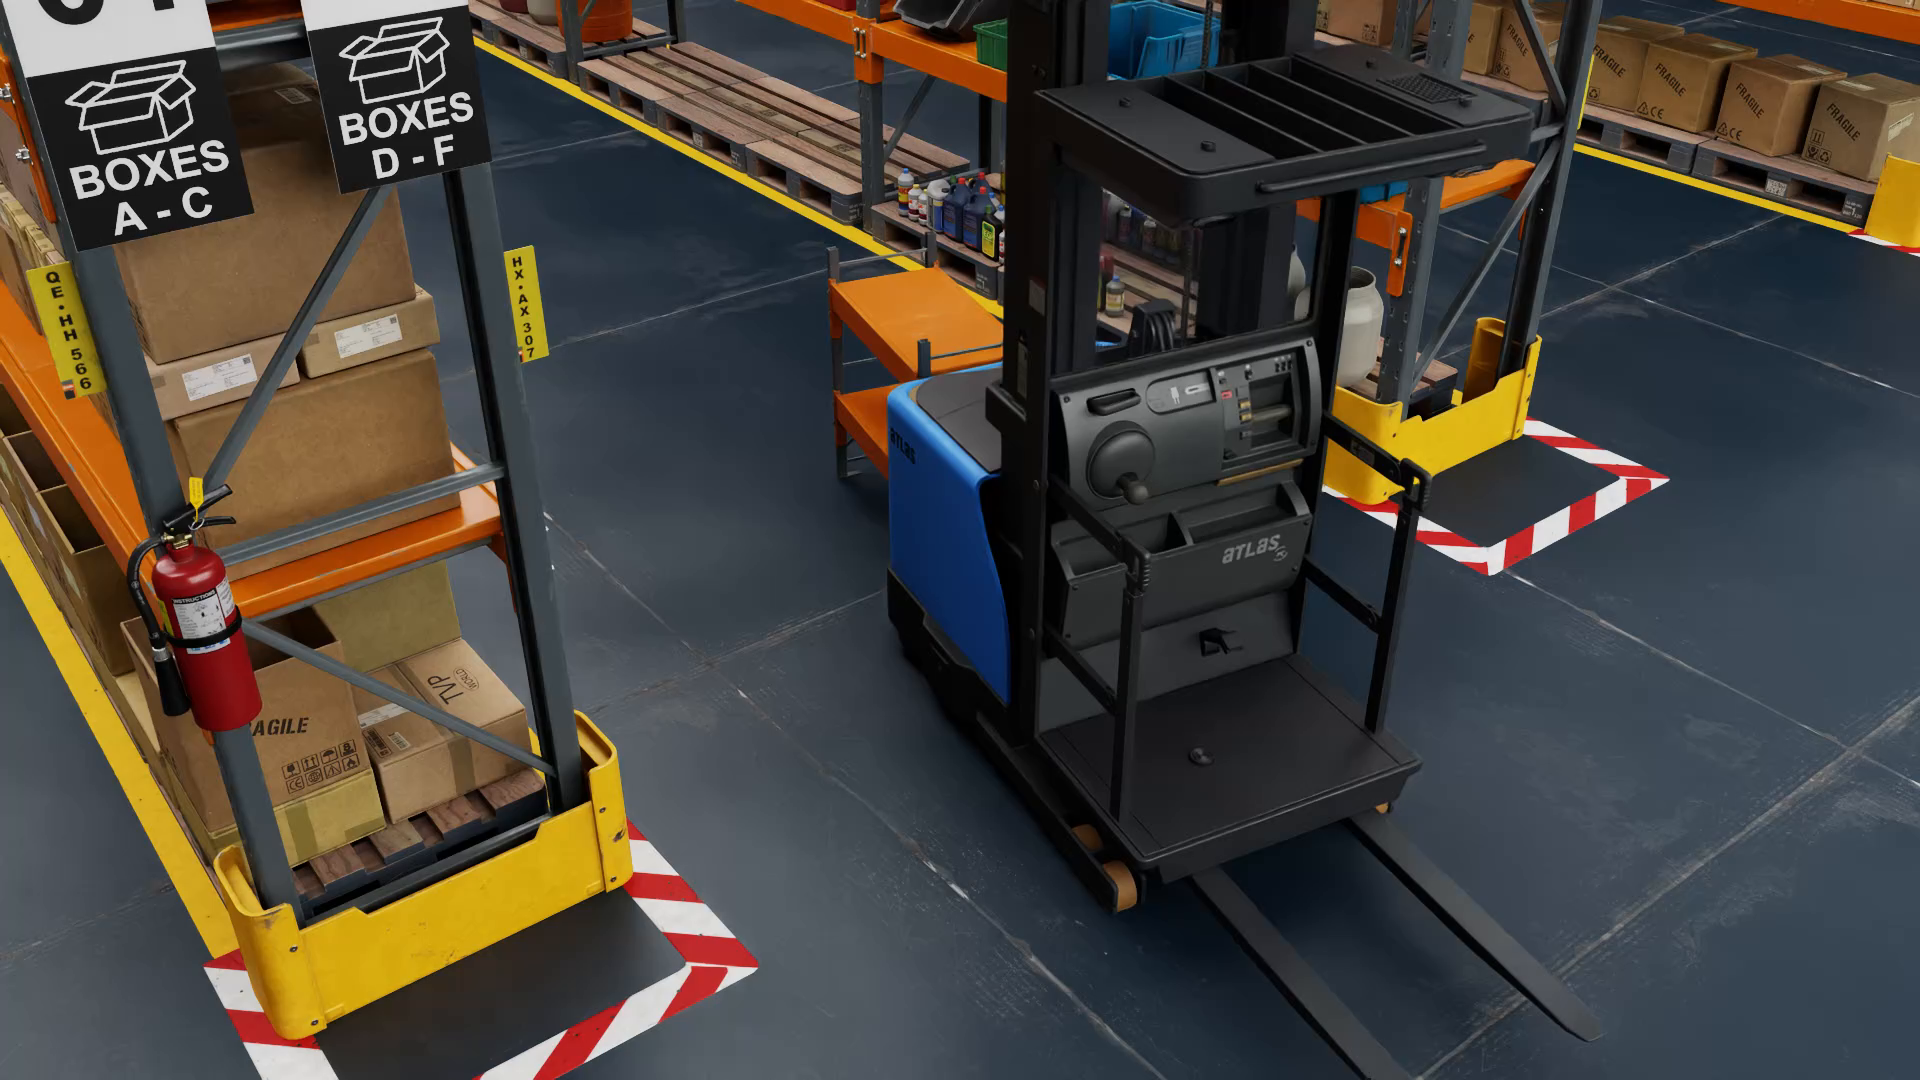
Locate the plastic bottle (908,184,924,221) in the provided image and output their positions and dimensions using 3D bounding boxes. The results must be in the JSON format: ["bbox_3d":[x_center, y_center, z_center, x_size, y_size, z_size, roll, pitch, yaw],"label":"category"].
[{"bbox_3d":[-0.259,-2.011,9.880,0.097,0.201,0.097,0,32,0],"label":"plastic bottle"}]

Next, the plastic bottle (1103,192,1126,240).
[{"bbox_3d":[0.864,-1.901,9.632,0.152,0.276,0.135,-22,38,-31],"label":"plastic bottle"}]

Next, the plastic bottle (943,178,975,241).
[{"bbox_3d":[-0.003,-1.921,9.593,0.144,0.351,0.185,-21,38,-30],"label":"plastic bottle"}]

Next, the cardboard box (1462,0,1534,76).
[{"bbox_3d":[3.956,-3.869,12.608,0.500,0.500,0.500,-24,39,-33],"label":"cardboard box"}]

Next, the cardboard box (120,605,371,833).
[{"bbox_3d":[-2.197,0.482,5.128,0.500,0.500,0.500,-22,38,-31],"label":"cardboard box"}]

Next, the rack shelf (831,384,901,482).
[{"bbox_3d":[-0.133,-0.369,7.241,0.538,0.278,1.000,-13,34,-20],"label":"rack shelf"}]

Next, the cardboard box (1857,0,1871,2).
[{"bbox_3d":[5.510,-3.402,10.123,0.380,0.149,0.250,-22,38,-31],"label":"cardboard box"}]

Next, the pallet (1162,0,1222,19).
[{"bbox_3d":[2.511,-4.580,14.425,1.003,0.211,1.213,-22,38,-31],"label":"pallet"}]

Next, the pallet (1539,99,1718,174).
[{"bbox_3d":[4.934,-2.970,11.832,1.003,0.211,1.213,-22,38,-31],"label":"pallet"}]

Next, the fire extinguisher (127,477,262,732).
[{"bbox_3d":[-1.927,0.171,4.205,0.296,0.674,0.183,-22,38,-31],"label":"fire extinguisher"}]

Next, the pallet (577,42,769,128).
[{"bbox_3d":[-2.179,-3.477,12.648,1.003,0.211,1.213,-22,38,-31],"label":"pallet"}]

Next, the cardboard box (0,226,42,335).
[{"bbox_3d":[-3.175,-1.160,6.180,0.700,0.500,0.500,-22,38,-31],"label":"cardboard box"}]

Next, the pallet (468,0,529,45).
[{"bbox_3d":[-3.884,-4.635,14.513,1.003,0.211,1.213,-22,38,-31],"label":"pallet"}]

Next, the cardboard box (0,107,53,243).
[{"bbox_3d":[-2.578,-1.303,5.181,0.700,0.500,0.500,-22,38,-31],"label":"cardboard box"}]

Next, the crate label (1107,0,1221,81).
[{"bbox_3d":[0.940,-2.357,8.169,0.502,0.435,0.616,-22,38,-31],"label":"crate label"}]

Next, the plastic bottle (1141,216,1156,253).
[{"bbox_3d":[1.085,-1.743,9.449,0.097,0.201,0.097,0,32,0],"label":"plastic bottle"}]

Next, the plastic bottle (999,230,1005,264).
[{"bbox_3d":[0.268,-1.653,9.304,0.097,0.201,0.097,0,32,0],"label":"plastic bottle"}]

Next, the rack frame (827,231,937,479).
[{"bbox_3d":[-0.338,-0.822,7.507,0.500,1.125,0.032,-13,34,-20],"label":"rack frame"}]

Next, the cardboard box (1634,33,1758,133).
[{"bbox_3d":[5.063,-3.152,11.454,0.500,0.500,0.500,-19,36,-27],"label":"cardboard box"}]

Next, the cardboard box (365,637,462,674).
[{"bbox_3d":[-2.095,0.425,5.930,0.500,0.250,0.500,-22,38,-31],"label":"cardboard box"}]

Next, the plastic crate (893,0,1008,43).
[{"bbox_3d":[0.050,-3.044,9.367,0.767,0.338,0.504,-22,38,-31],"label":"plastic crate"}]

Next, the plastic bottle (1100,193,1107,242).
[{"bbox_3d":[0.781,-1.869,9.574,0.061,0.283,0.133,-22,38,-31],"label":"plastic bottle"}]

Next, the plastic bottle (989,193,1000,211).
[{"bbox_3d":[0.181,-1.866,9.580,0.097,0.271,0.097,0,32,0],"label":"plastic bottle"}]

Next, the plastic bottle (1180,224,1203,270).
[{"bbox_3d":[1.292,-1.652,9.225,0.061,0.283,0.133,-22,38,-31],"label":"plastic bottle"}]

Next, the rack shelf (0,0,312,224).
[{"bbox_3d":[-2.859,-1.864,5.247,1.077,0.370,4.000,-22,38,-31],"label":"rack shelf"}]

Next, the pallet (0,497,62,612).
[{"bbox_3d":[-3.631,-0.199,7.370,1.003,0.211,1.213,-22,38,-31],"label":"pallet"}]

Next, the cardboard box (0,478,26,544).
[{"bbox_3d":[-3.738,-0.238,6.998,0.500,0.250,0.500,-22,38,-31],"label":"cardboard box"}]

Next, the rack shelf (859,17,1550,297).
[{"bbox_3d":[1.056,-2.191,8.616,1.077,0.370,4.000,-22,38,-31],"label":"rack shelf"}]

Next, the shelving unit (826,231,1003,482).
[{"bbox_3d":[-0.133,-0.576,7.112,0.538,1.125,1.048,-13,34,-20],"label":"shelving unit"}]

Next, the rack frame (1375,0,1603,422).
[{"bbox_3d":[2.282,-1.663,7.084,1.000,3.000,0.127,-22,38,-31],"label":"rack frame"}]

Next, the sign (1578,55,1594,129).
[{"bbox_3d":[2.720,-1.956,7.295,0.100,0.325,0.005,-22,38,-31],"label":"sign"}]

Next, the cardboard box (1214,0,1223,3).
[{"bbox_3d":[2.419,-4.990,14.394,0.700,0.500,0.500,-19,37,-28],"label":"cardboard box"}]

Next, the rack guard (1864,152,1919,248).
[{"bbox_3d":[6.148,-2.235,10.374,1.175,0.500,0.348,-22,38,-31],"label":"rack guard"}]

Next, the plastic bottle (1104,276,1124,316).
[{"bbox_3d":[0.810,-1.284,8.710,0.097,0.201,0.097,0,32,0],"label":"plastic bottle"}]

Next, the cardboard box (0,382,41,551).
[{"bbox_3d":[-3.435,-0.346,6.462,0.500,0.500,0.500,-22,38,-31],"label":"cardboard box"}]

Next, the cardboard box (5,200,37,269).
[{"bbox_3d":[-2.813,-1.016,5.334,0.380,0.149,0.250,-21,38,-30],"label":"cardboard box"}]

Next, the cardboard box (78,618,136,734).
[{"bbox_3d":[-2.819,0.388,5.991,0.500,0.250,0.500,-22,38,-31],"label":"cardboard box"}]

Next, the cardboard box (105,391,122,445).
[{"bbox_3d":[-2.235,-0.520,5.150,0.700,0.500,0.500,-21,38,-30],"label":"cardboard box"}]

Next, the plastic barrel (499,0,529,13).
[{"bbox_3d":[-3.629,-4.820,14.055,0.600,0.588,0.708,-22,38,-31],"label":"plastic barrel"}]

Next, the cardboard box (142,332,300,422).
[{"bbox_3d":[-2.017,-0.477,4.466,0.380,0.149,0.250,-23,39,-32],"label":"cardboard box"}]

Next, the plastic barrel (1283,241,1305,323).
[{"bbox_3d":[1.511,-1.243,8.368,0.421,0.512,0.421,0,32,0],"label":"plastic barrel"}]

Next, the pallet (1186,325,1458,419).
[{"bbox_3d":[1.705,-0.835,8.394,1.003,0.211,1.213,-22,38,-31],"label":"pallet"}]

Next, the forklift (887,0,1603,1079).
[{"bbox_3d":[0.819,-0.320,4.987,1.130,2.935,3.031,-15,35,-22],"label":"forklift"}]
